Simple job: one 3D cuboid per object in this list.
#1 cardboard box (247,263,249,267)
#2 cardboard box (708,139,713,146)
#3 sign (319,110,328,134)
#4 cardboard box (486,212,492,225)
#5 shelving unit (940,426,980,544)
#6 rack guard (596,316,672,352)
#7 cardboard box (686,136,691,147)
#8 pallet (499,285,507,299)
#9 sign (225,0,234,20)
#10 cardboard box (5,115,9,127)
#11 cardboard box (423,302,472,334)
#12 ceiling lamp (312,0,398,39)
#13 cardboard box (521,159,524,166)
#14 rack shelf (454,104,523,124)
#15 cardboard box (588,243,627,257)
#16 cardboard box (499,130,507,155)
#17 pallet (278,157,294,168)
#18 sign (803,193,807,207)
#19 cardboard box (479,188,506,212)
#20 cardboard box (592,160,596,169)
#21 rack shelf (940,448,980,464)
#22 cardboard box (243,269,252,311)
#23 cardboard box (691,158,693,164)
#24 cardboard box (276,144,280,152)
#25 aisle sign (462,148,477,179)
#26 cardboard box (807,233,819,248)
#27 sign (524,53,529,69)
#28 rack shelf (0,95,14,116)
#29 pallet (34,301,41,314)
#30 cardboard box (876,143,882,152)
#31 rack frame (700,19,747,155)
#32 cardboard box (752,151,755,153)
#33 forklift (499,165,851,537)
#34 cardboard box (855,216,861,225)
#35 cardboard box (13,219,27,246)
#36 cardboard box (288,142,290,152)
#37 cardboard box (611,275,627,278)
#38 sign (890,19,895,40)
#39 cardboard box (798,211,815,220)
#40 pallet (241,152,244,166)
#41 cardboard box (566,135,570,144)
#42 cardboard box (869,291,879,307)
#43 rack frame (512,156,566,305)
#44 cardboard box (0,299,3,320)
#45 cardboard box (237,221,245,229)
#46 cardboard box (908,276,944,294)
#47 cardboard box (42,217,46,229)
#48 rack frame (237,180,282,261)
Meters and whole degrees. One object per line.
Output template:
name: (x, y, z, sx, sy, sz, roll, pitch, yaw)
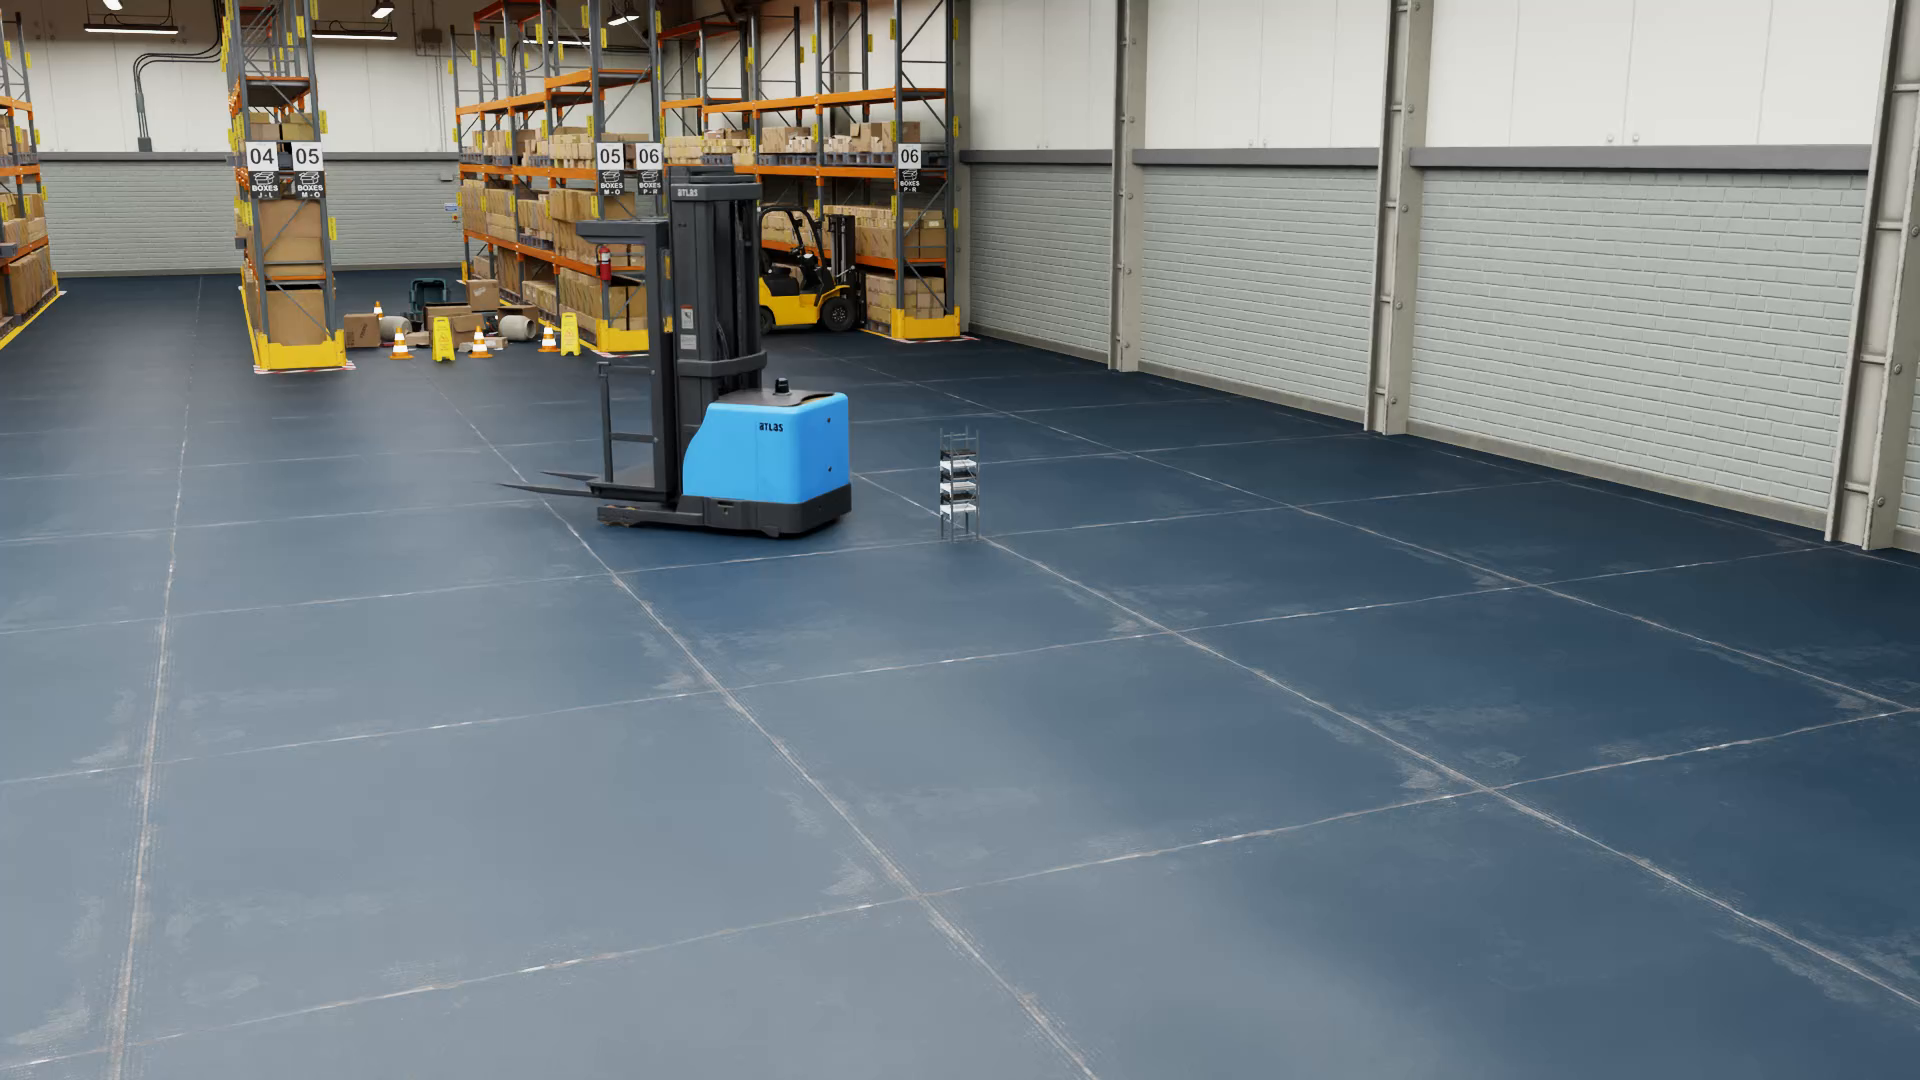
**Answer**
cardboard box: (-13.562, -5.238, 32.298, 0.500, 0.250, 0.500, -5, 14, -22)
cardboard box: (-5.443, -8.939, 37.434, 0.380, 0.149, 0.250, -6, 14, -24)
sign: (-9.120, -5.987, 23.818, 0.100, 0.325, 0.005, -6, 14, -23)
cardboard box: (-10.025, -7.013, 36.244, 0.500, 0.250, 0.500, -6, 14, -25)
shelving unit: (-0.003, -0.440, 13.276, 0.258, 0.900, 0.210, -6, 14, -23)
rack guard: (-5.166, -3.278, 26.424, 1.175, 0.500, 0.348, -6, 14, -23)
cardboard box: (-6.225, -9.477, 39.578, 0.500, 0.250, 0.500, -5, 14, -22)
pallet: (-9.564, -5.448, 36.442, 1.003, 0.211, 1.213, -6, 14, -23)
sign: (-10.133, -7.382, 23.063, 0.100, 0.325, 0.005, -6, 14, -23)
cardboard box: (-19.825, -8.601, 34.190, 0.500, 0.250, 0.500, -6, 14, -25)
cardboard box: (-8.541, -3.657, 27.752, 0.797, 0.637, 0.503, -6, 14, -23)
ceiling lamp: (-14.841, -13.888, 40.472, 2.000, 3.185, 0.800, -6, 14, -23)
cardboard box: (-8.370, -7.391, 32.558, 0.380, 0.149, 0.250, -6, 14, -23)
rack shelf: (-10.744, -9.750, 38.022, 1.077, 0.370, 4.000, -6, 14, -23)
cardboard box: (-5.605, -4.761, 26.407, 0.500, 0.500, 0.500, -6, 14, -24)
cardboard box: (-8.911, -8.035, 33.629, 0.700, 0.500, 0.500, -6, 15, -26)
pallet: (-11.645, -6.392, 28.106, 0.805, 0.209, 1.217, -6, 14, -25)
sign: (-3.286, -7.197, 35.245, 0.100, 0.325, 0.005, -6, 14, -23)
cardboard box: (-10.384, -7.568, 36.976, 0.500, 0.500, 0.500, -6, 14, -23)
cardboard box: (-5.535, -5.867, 25.974, 0.380, 0.149, 0.250, -6, 14, -23)
rack shelf: (-0.003, -0.671, 13.222, 0.258, 0.077, 0.200, -6, 14, -23)
cardboard box: (-12.674, -4.640, 30.821, 1.050, 0.750, 0.750, -6, 14, -24)
cardboard box: (-6.180, -9.011, 39.557, 0.380, 0.149, 0.250, -5, 14, -21)
cardboard box: (-11.662, -6.612, 27.811, 0.500, 0.250, 0.500, -5, 14, -22)
aisle sign: (-11.839, -9.041, 40.015, 0.394, 0.787, 0.004, -6, 14, -23)
cardboard box: (-2.633, -5.763, 31.950, 0.500, 0.250, 0.500, -5, 14, -22)
sign: (-9.450, -10.427, 36.218, 0.100, 0.325, 0.005, -6, 14, -23)
rack shelf: (-18.221, -8.028, 30.583, 1.077, 0.370, 4.000, -6, 14, -23)
pallet: (-18.644, -4.553, 32.574, 1.003, 0.211, 1.213, -6, 14, -23)
cardboard box: (-1.199, -6.665, 28.268, 0.380, 0.149, 0.250, -6, 14, -25)
rack frame: (-5.396, -10.331, 38.050, 1.000, 3.000, 0.127, -6, 14, -23)
cardboard box: (-4.156, -8.216, 35.013, 0.380, 0.149, 0.250, -5, 14, -22)
forklift: (-2.492, -1.640, 13.958, 3.031, 2.935, 1.130, 5, 14, 21)
cardboard box: (-1.703, -5.709, 29.726, 0.380, 0.149, 0.250, -6, 14, -24)
cardboard box: (-18.393, -5.938, 32.152, 0.500, 0.500, 0.500, -5, 14, -21)
cardboard box: (-9.980, -5.965, 25.242, 0.380, 0.149, 0.250, -6, 14, -23)
cardboard box: (-6.050, -4.334, 28.947, 0.500, 0.500, 0.500, -5, 14, -22)
sign: (-1.092, -8.299, 27.025, 0.100, 0.325, 0.005, -6, 14, -23)
cardboard box: (-2.928, -6.320, 32.365, 0.380, 0.149, 0.250, -6, 14, -25)
pallet: (-10.915, -6.087, 26.560, 1.003, 0.211, 1.213, -6, 14, -23)
cardboard box: (-6.339, -6.675, 27.696, 0.380, 0.149, 0.250, -6, 14, -24)
cardboard box: (-1.261, -4.215, 28.986, 0.500, 0.250, 0.500, -6, 14, -24)
rack frame: (-8.340, -6.133, 33.216, 1.000, 3.000, 0.127, -6, 14, -23)
cardboard box: (-17.134, -4.098, 28.990, 0.700, 0.500, 0.500, -6, 15, -26)
cardboard box: (-13.450, -5.953, 31.405, 0.380, 0.149, 0.250, -5, 14, -22)
cardboard box: (-0.608, -4.398, 28.668, 0.500, 0.250, 0.500, -6, 14, -24)
cardboard box: (-20.188, -6.886, 36.144, 0.500, 0.250, 0.500, -6, 14, -24)
rack frame: (-16.040, -7.318, 38.335, 1.000, 3.000, 0.127, -6, 14, -23)
